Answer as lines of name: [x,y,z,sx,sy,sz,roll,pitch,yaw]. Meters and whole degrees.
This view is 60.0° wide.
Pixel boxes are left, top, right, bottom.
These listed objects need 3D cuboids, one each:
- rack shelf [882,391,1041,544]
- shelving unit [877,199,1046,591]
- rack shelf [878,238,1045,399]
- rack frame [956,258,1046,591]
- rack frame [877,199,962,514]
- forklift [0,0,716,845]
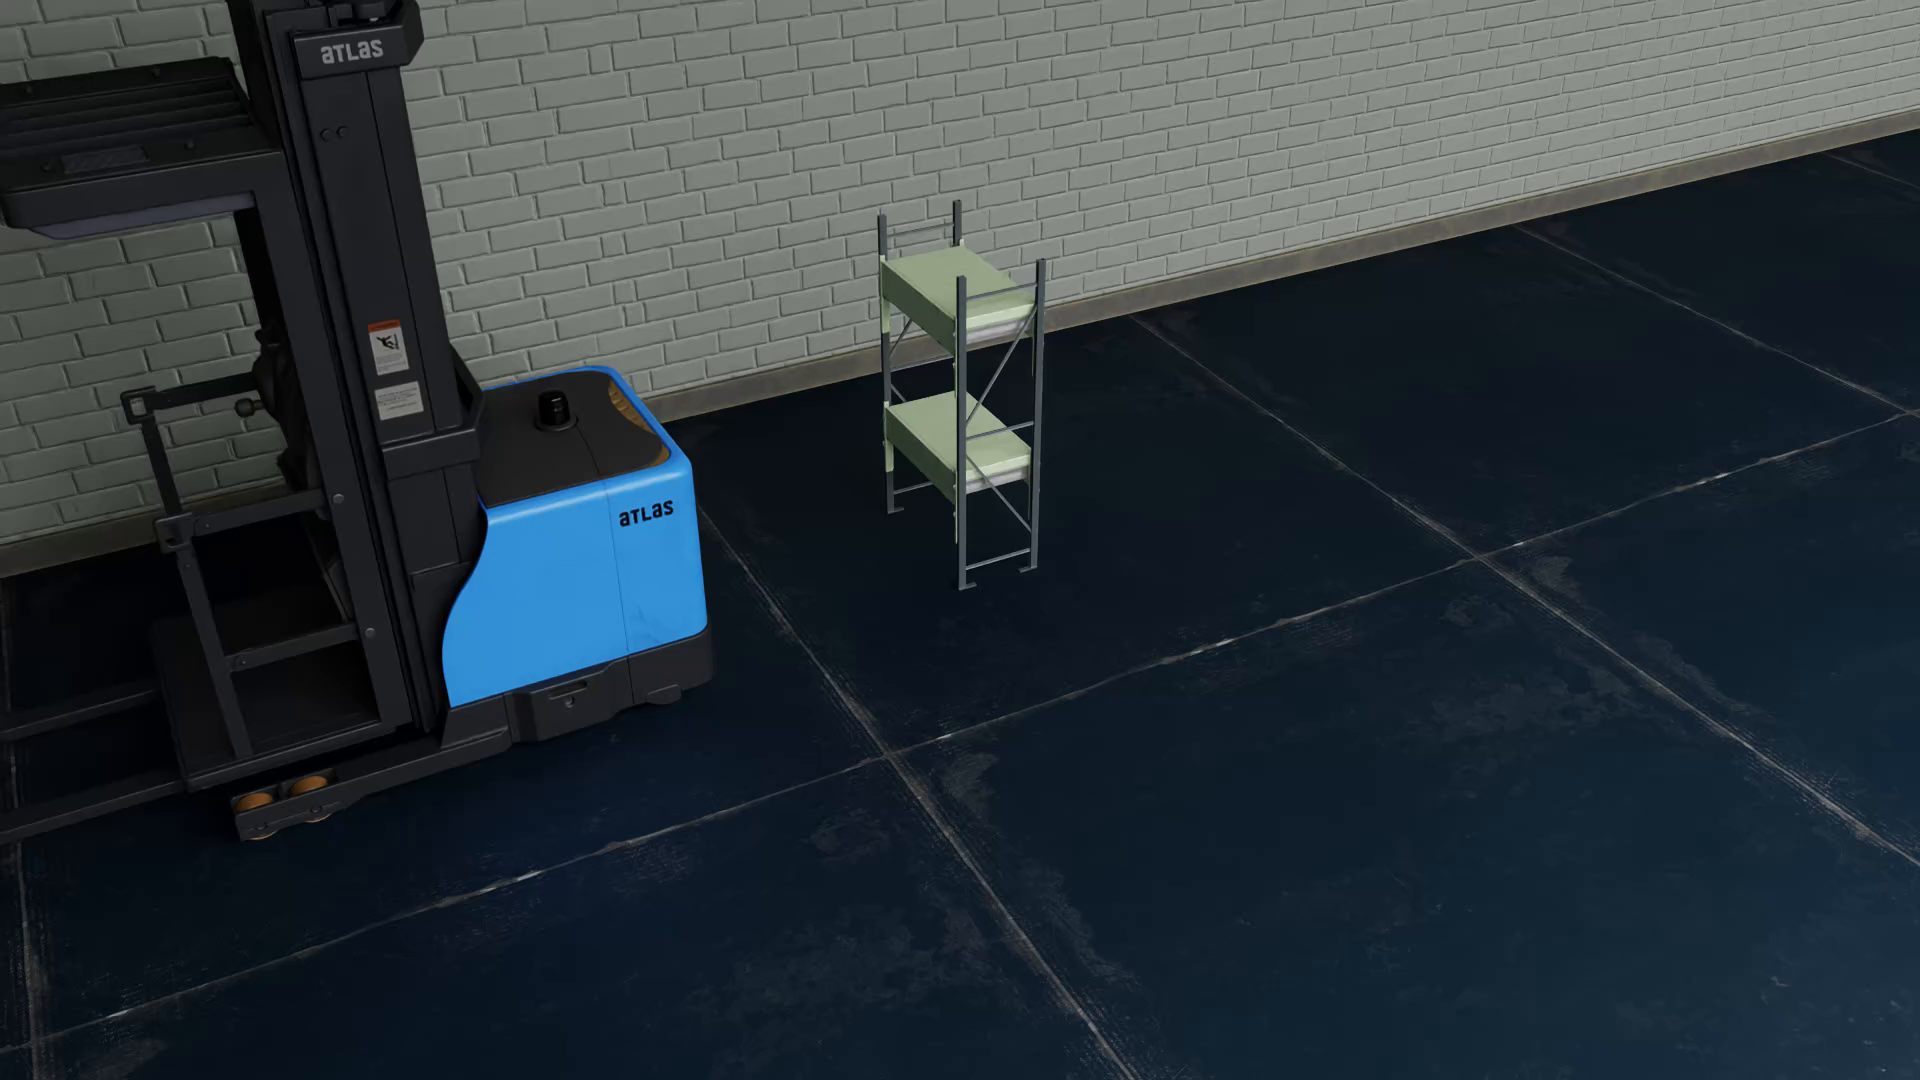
rack shelf: [-0.003,-0.360,7.526,0.431,0.370,0.720,-16,36,-23]
shelving unit: [-0.003,-0.635,7.350,0.431,1.500,0.755,-16,36,-23]
rack shelf: [-0.003,-0.963,7.140,0.431,0.370,0.720,-16,36,-23]
rack frame: [0.168,-0.460,7.078,0.400,1.500,0.023,-16,36,-23]
rack frame: [-0.174,-0.809,7.623,0.400,1.500,0.023,-16,36,-23]
forklift: [-2.540,-0.471,5.769,3.031,2.935,1.130,-16,36,-24]
